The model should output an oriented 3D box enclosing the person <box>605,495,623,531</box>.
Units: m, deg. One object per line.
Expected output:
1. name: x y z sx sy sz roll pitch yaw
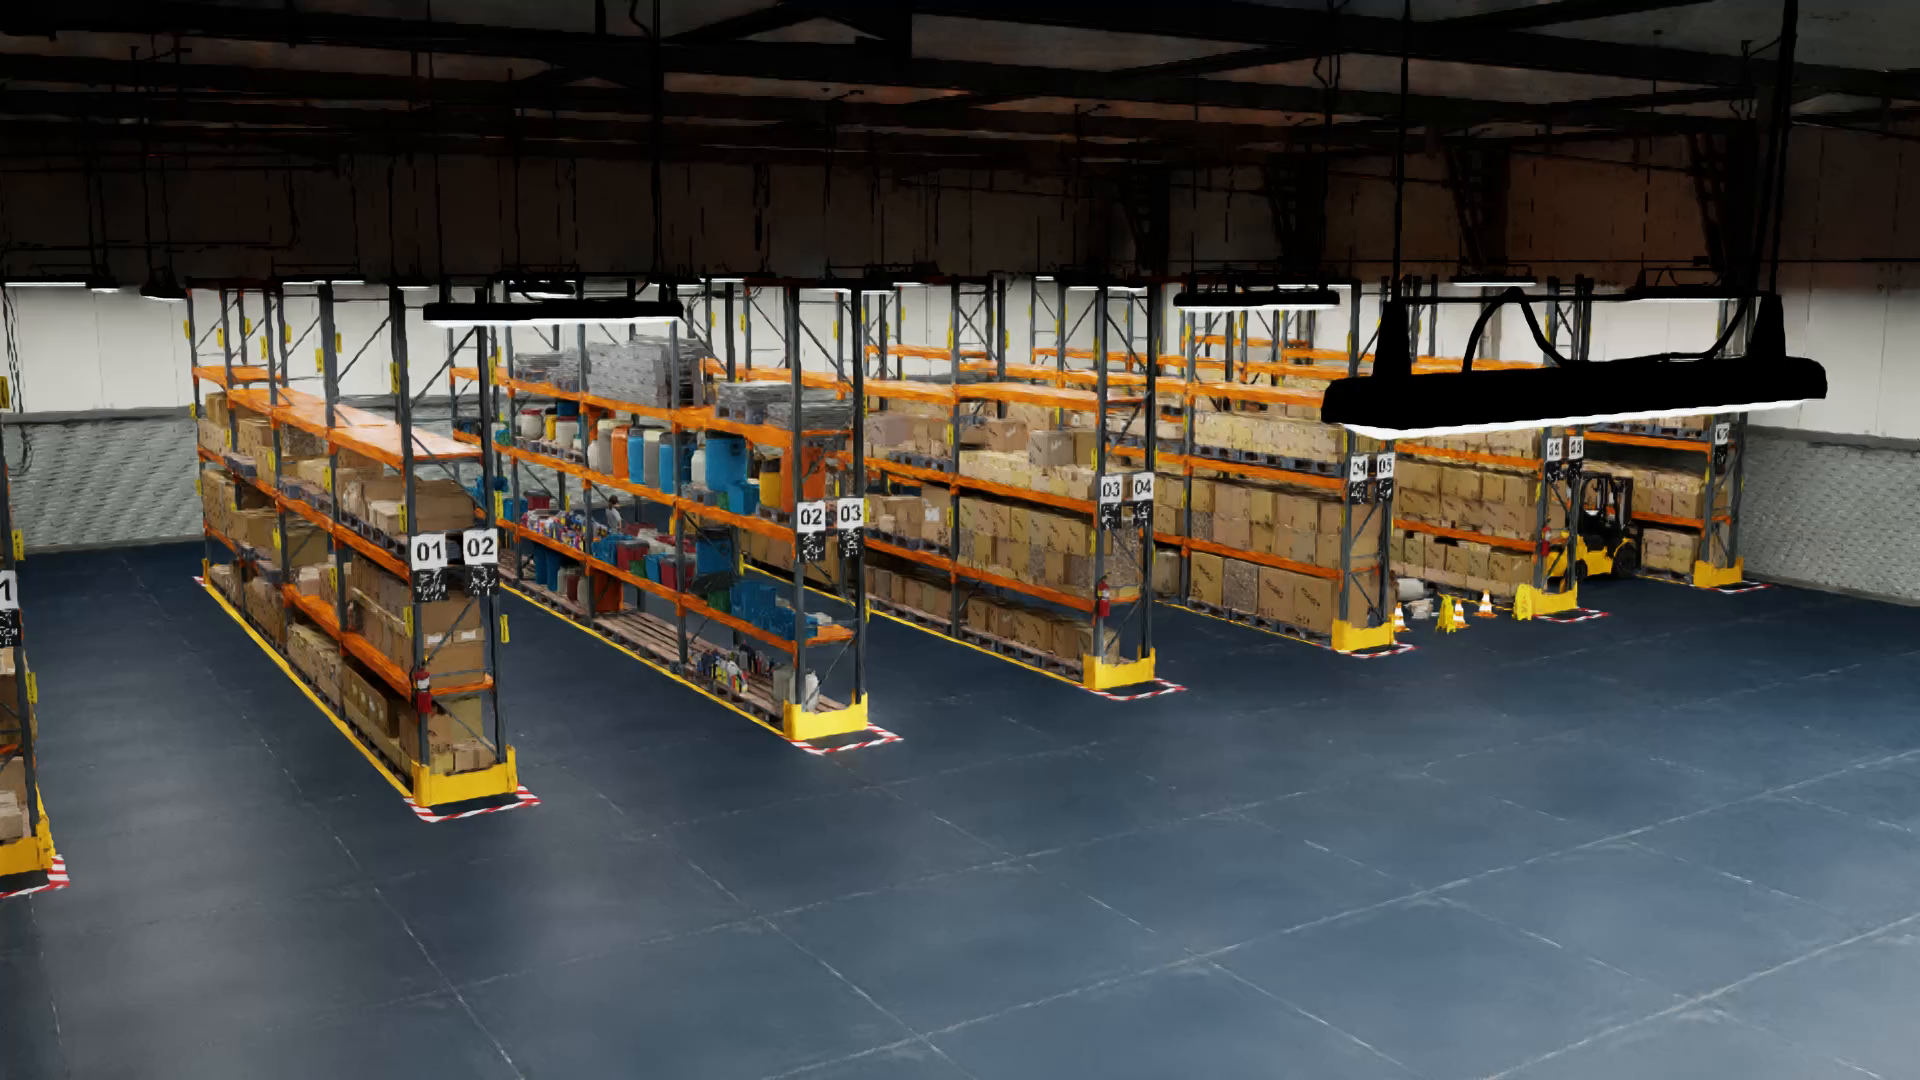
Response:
1. person: -6.892 -0.067 33.289 0.530 1.682 0.359 9 13 43
